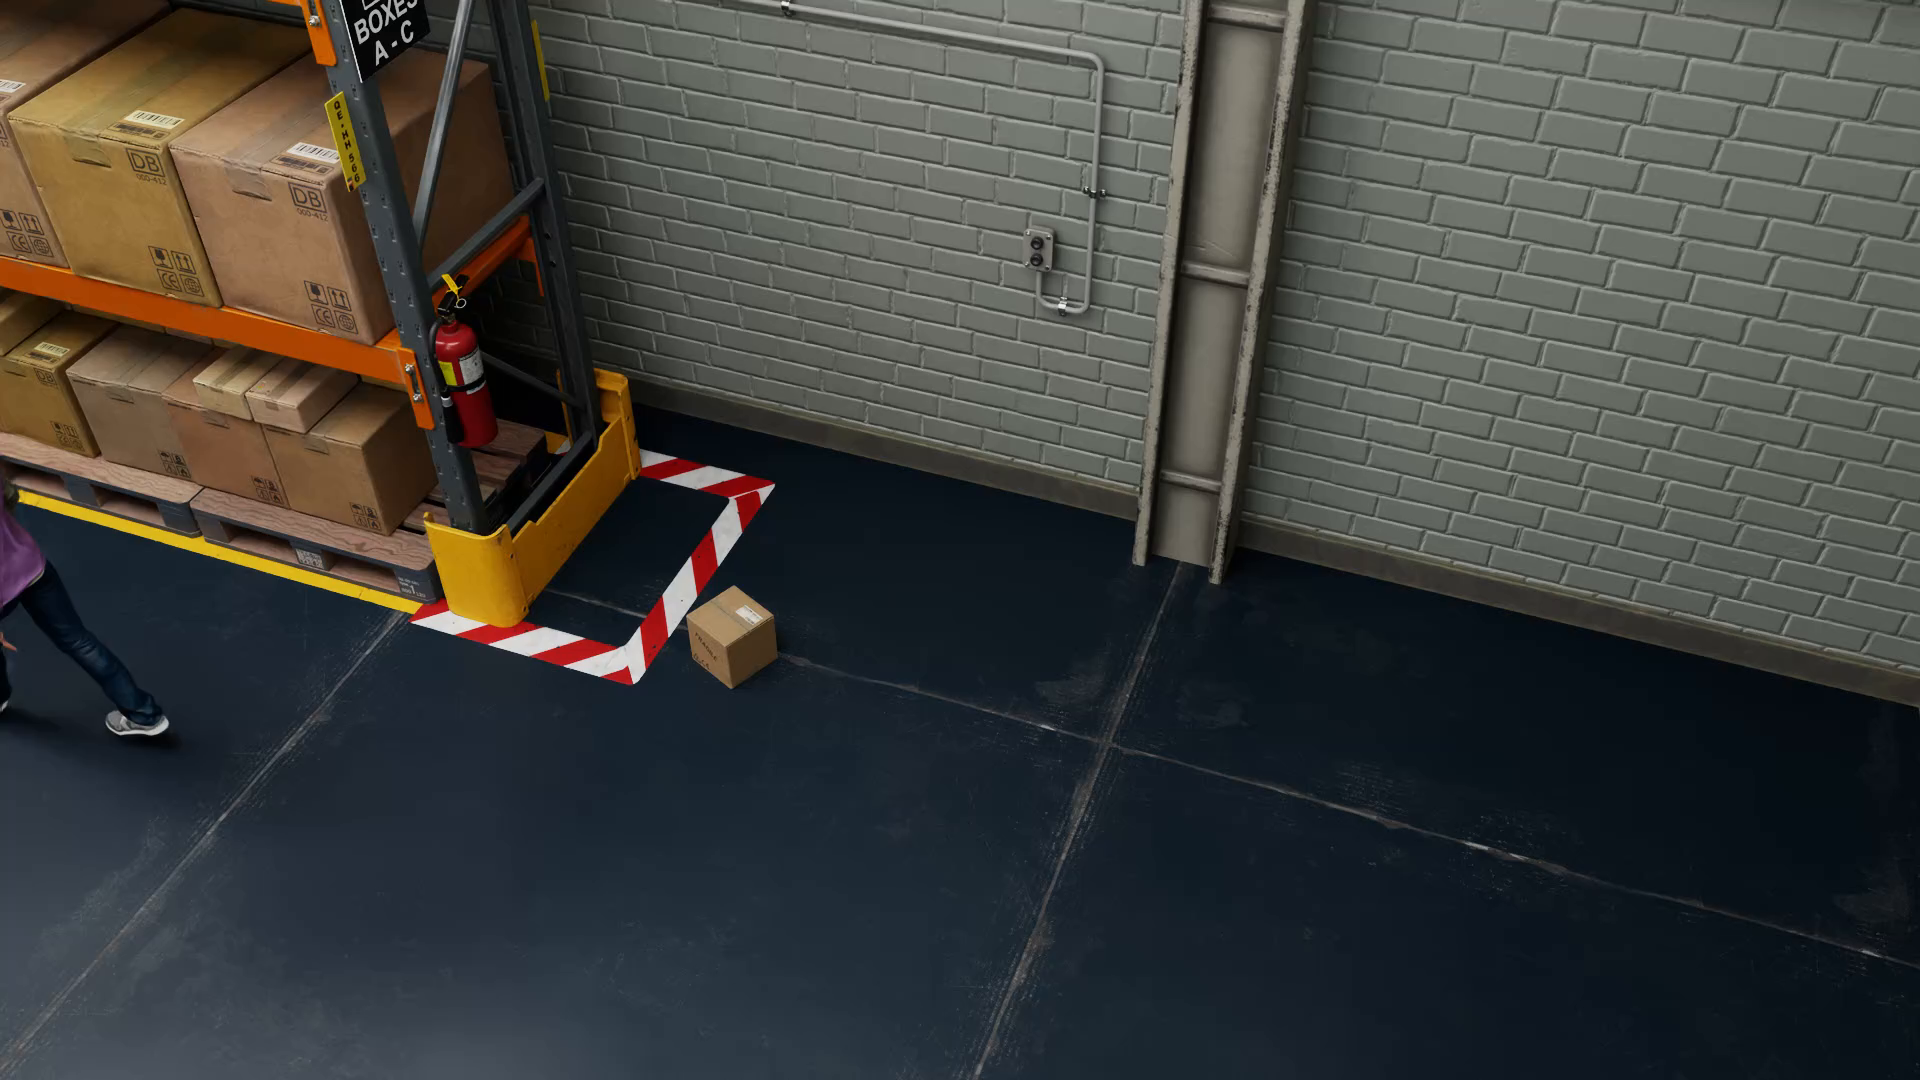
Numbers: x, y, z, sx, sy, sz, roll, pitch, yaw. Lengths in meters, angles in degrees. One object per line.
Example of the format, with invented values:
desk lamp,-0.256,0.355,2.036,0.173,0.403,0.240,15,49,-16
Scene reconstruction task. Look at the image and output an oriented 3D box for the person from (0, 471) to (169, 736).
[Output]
person,-3.521,0.108,6.039,0.989,1.530,0.446,15,44,16
